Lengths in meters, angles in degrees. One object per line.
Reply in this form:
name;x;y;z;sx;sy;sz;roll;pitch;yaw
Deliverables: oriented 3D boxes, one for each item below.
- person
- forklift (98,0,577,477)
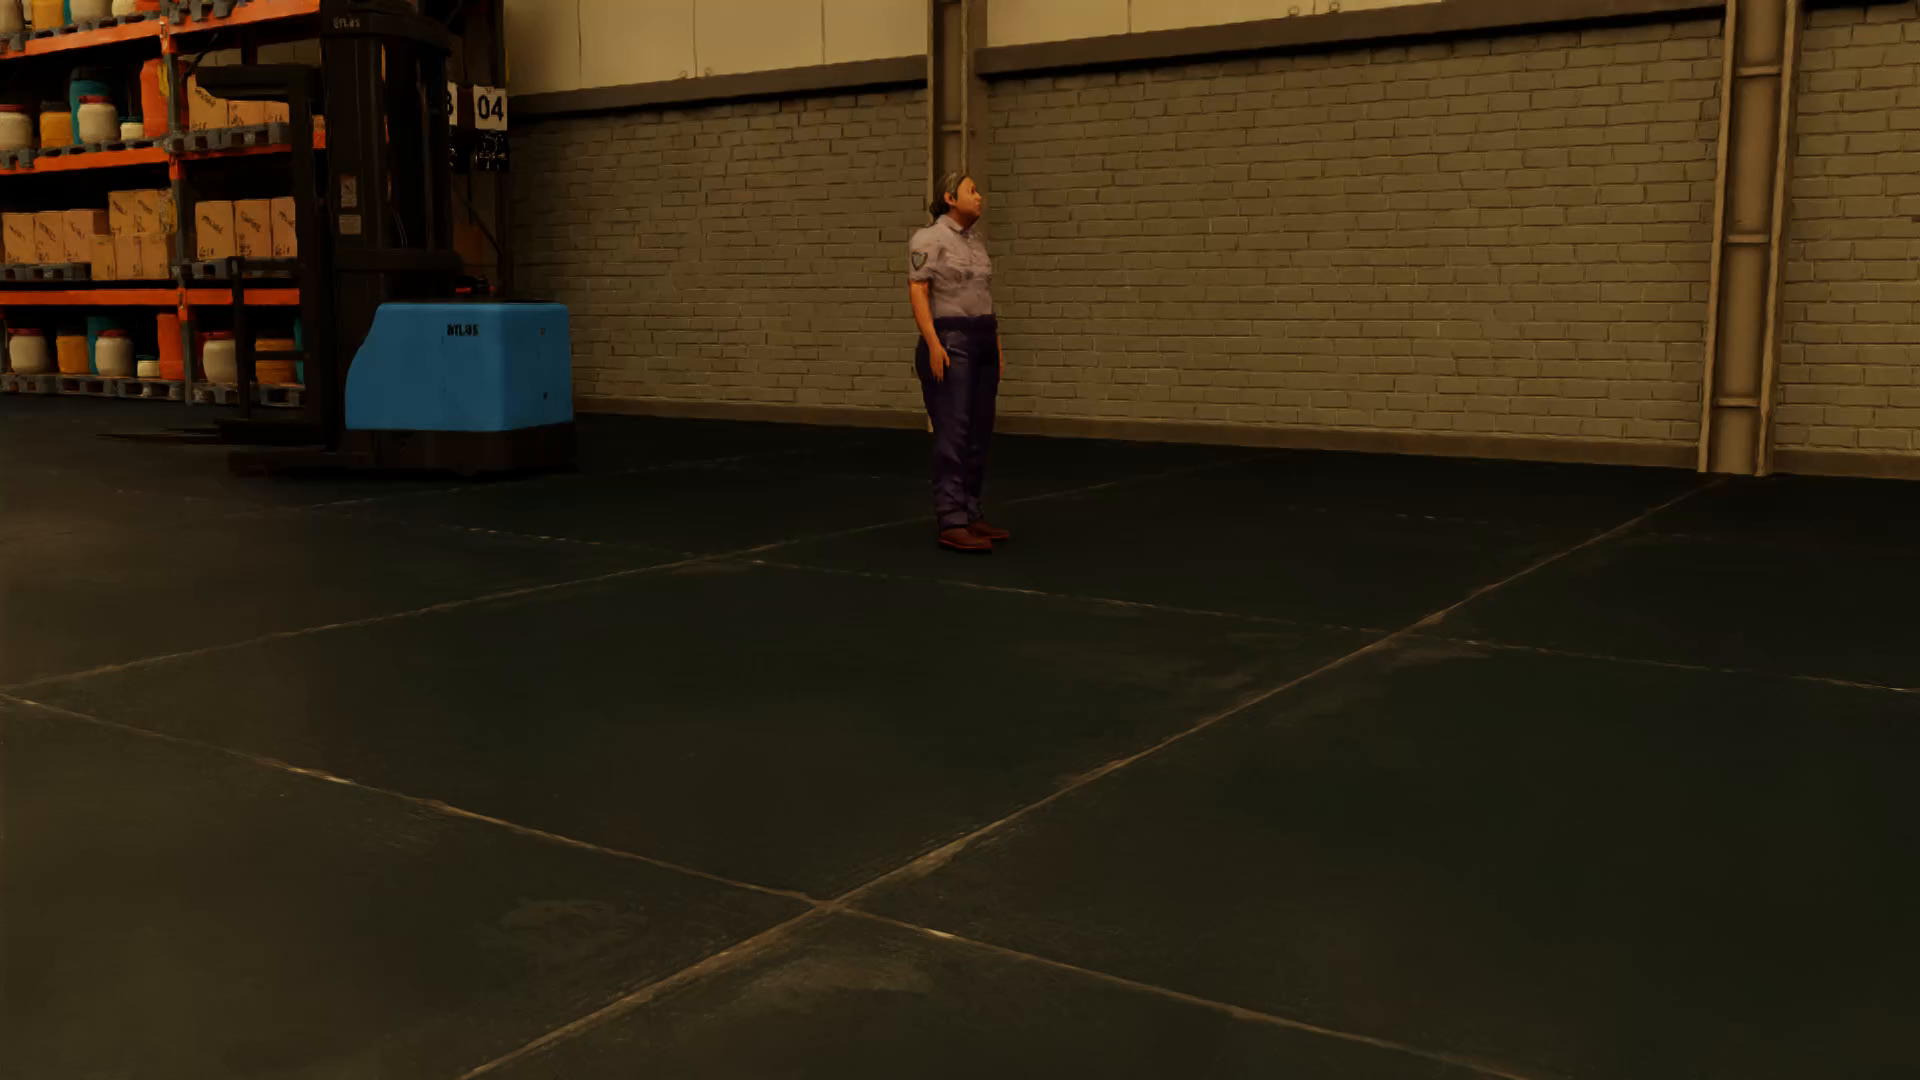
person;0.062;-0.813;7.418;0.502;1.650;0.599;5;10;34
forklift;-4.097;-1.916;10.669;3.031;2.935;1.130;2;8;14
